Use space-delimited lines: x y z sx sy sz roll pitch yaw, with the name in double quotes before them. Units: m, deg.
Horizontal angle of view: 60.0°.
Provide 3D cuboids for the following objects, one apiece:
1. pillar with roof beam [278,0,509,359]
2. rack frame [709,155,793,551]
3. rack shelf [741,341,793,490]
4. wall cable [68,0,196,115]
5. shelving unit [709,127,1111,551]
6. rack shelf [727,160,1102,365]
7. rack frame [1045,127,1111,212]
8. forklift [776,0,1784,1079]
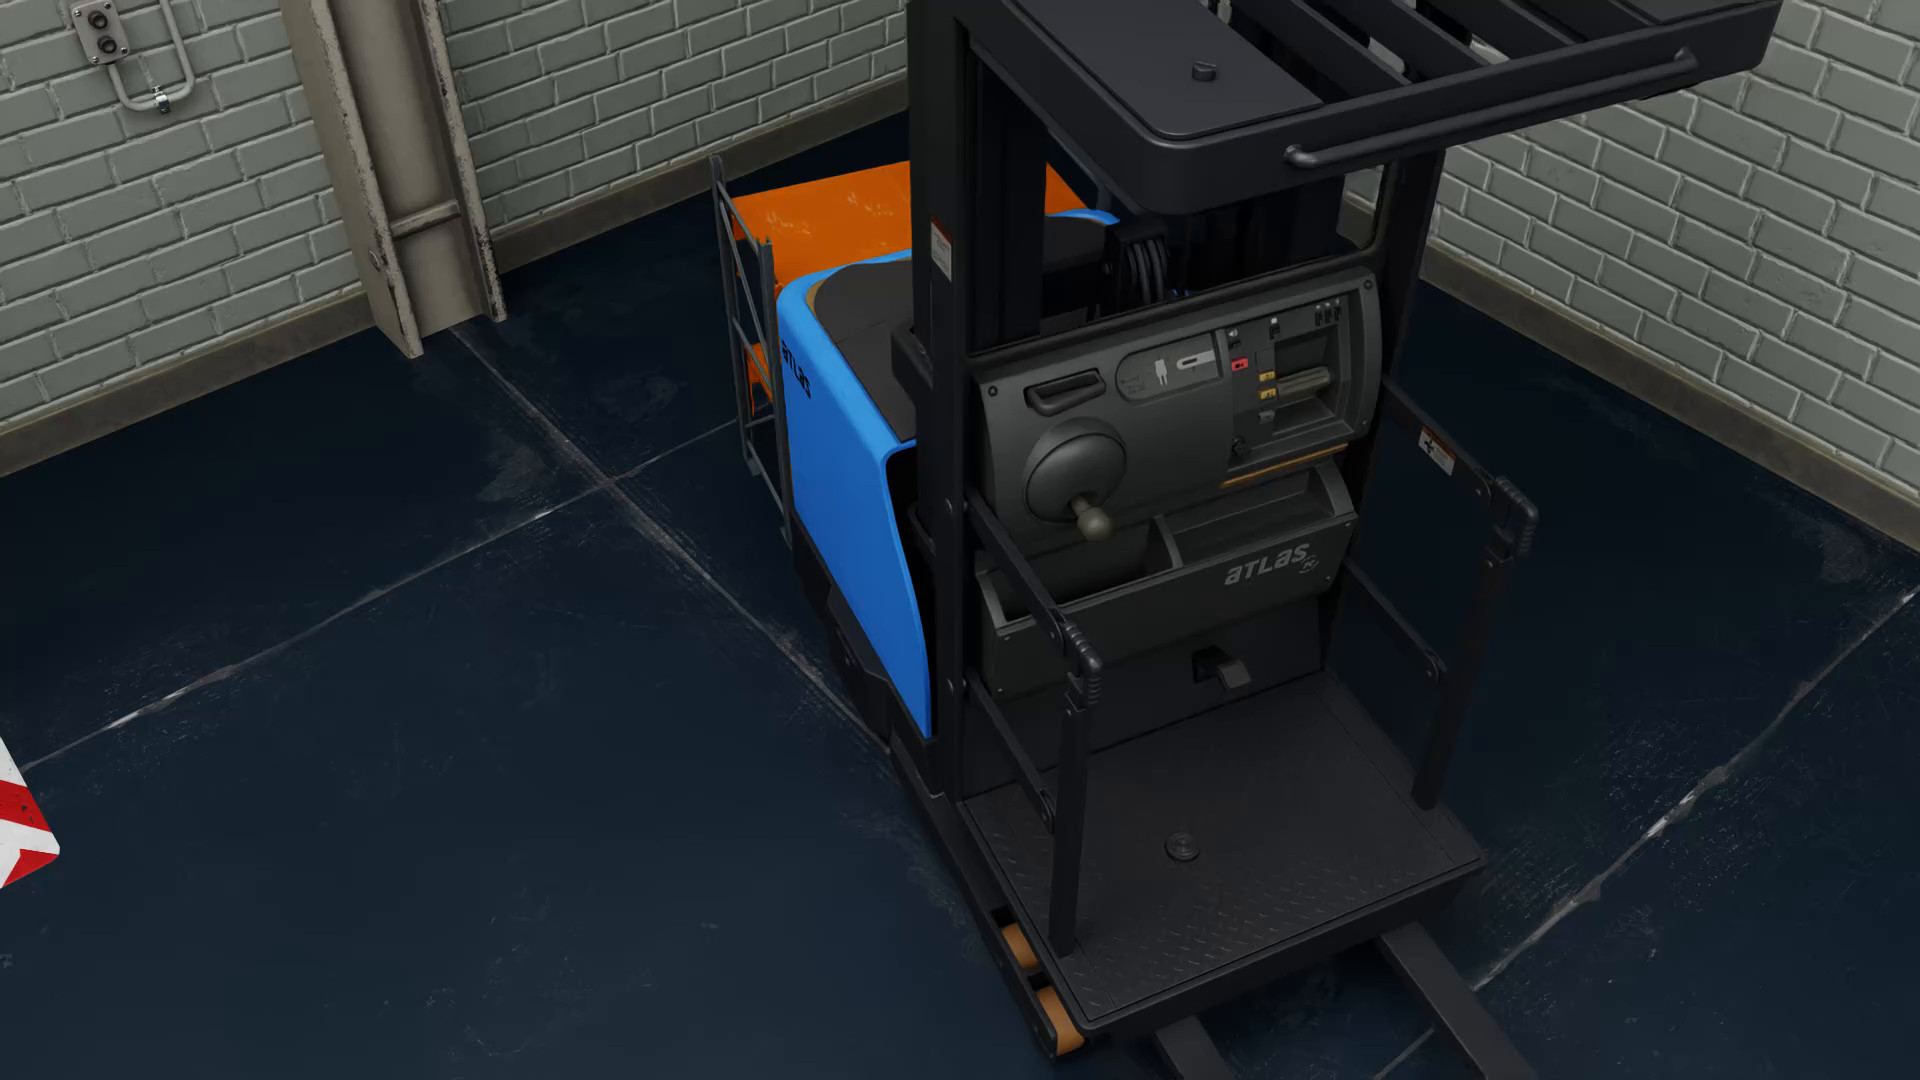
"pillar with roof beam" 0.853 -1.832 0.628 0.400 9.000 9.100 -30 51 -28
"rack frame" -0.613 -0.537 5.001 0.032 1.125 0.500 -16 46 -16
"rack shelf" -0.144 -0.494 5.311 1.000 0.278 0.538 -16 46 -16
"wall cable" -3.050 -1.696 4.122 1.851 1.984 0.084 -30 51 -28
"shelving unit" -0.144 -0.672 5.144 1.048 1.125 0.538 -16 46 -16
"rack shelf" -0.144 -0.885 4.943 1.000 0.278 0.538 -16 46 -16
"rack frame" 0.325 -0.806 5.287 0.032 1.125 0.500 -16 46 -16
"forklift" 0.565 -0.194 3.315 1.130 2.935 3.031 -17 46 -18
